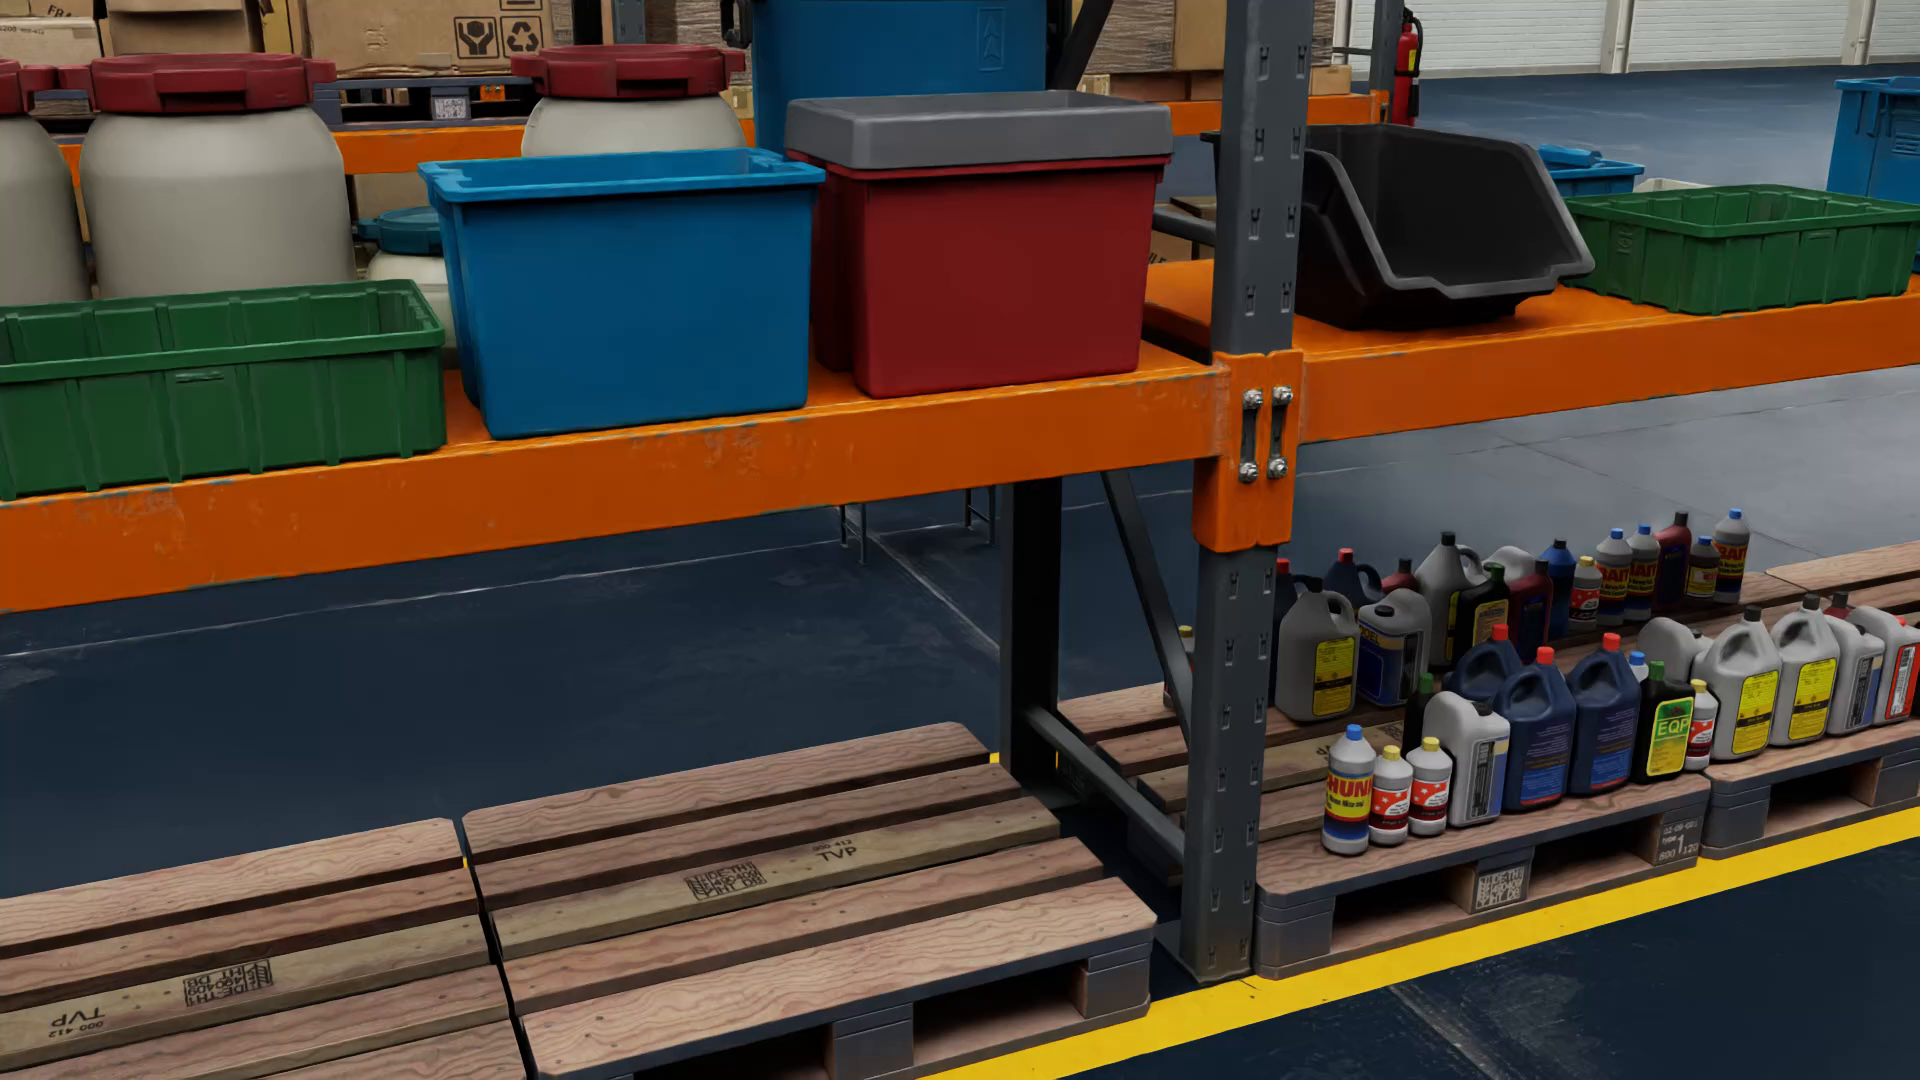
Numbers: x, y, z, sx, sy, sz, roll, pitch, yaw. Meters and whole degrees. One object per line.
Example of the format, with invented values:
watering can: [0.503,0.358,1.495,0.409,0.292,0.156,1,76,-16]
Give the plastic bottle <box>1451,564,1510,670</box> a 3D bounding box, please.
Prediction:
plastic bottle: [1.365,0.206,4.349,0.133,0.283,0.061,-8,21,-22]

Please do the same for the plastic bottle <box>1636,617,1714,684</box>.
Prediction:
plastic bottle: [1.738,0.319,4.037,0.135,0.276,0.152,-8,21,-22]

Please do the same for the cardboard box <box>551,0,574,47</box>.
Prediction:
cardboard box: [-3.149,-3.815,12.114,0.550,0.550,0.875,-8,21,-22]

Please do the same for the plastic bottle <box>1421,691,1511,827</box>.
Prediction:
plastic bottle: [1.103,0.462,3.631,0.135,0.276,0.152,-7,21,-20]

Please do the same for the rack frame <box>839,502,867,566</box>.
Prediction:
rack frame: [-0.376,-0.512,5.670,0.015,1.200,0.240,-8,21,-22]

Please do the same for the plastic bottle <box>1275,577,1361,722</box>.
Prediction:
plastic bottle: [0.885,0.258,4.100,0.185,0.351,0.144,-8,21,-22]

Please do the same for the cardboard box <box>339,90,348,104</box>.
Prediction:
cardboard box: [-7.981,-5.707,20.658,0.625,0.625,0.875,-7,21,-20]

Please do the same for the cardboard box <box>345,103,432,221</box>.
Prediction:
cardboard box: [-4.018,-2.720,11.985,0.750,0.750,1.050,-8,21,-22]

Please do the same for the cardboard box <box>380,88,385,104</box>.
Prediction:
cardboard box: [-7.141,-5.728,21.281,0.500,0.250,0.500,-8,21,-21]

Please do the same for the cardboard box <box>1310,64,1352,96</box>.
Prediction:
cardboard box: [1.882,-2.473,8.908,0.250,0.149,0.380,-8,21,-22]

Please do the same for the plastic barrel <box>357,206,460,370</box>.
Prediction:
plastic barrel: [-0.926,-0.463,3.029,0.301,0.262,0.301,0,19,0]

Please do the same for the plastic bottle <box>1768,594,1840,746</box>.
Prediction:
plastic bottle: [1.990,0.301,3.975,0.185,0.351,0.144,-7,21,-20]

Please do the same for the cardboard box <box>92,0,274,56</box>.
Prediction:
cardboard box: [-3.167,-2.157,6.843,0.637,0.503,0.797,-6,20,-16]

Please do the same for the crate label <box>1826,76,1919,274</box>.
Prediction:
crate label: [2.440,-0.874,3.934,0.616,0.435,0.502,-8,21,-22]

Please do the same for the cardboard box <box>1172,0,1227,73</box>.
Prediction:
cardboard box: [1.134,-2.713,8.613,0.500,0.500,0.875,-8,21,-22]

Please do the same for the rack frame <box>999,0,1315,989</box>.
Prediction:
rack frame: [0.350,-0.656,3.367,0.127,3.000,1.000,-8,21,-22]

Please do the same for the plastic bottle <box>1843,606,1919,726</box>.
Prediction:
plastic bottle: [2.268,0.295,4.105,0.135,0.276,0.152,-8,21,-22]

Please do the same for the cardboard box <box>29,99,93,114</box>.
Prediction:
cardboard box: [-10.601,-5.331,19.589,0.625,0.625,0.875,-7,21,-20]

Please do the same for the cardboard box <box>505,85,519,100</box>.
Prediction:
cardboard box: [-2.878,-2.949,12.448,0.875,0.875,0.875,-8,21,-21]

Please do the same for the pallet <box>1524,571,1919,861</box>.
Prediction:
pallet: [2.106,0.422,4.505,1.213,0.211,1.003,-8,21,-22]

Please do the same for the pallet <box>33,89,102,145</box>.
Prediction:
pallet: [-3.483,-1.822,6.970,1.213,0.211,1.003,-8,21,-22]

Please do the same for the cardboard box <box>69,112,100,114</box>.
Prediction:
cardboard box: [-8.012,-3.791,15.597,0.625,0.372,0.950,-9,21,-23]

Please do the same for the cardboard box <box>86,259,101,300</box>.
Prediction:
cardboard box: [-3.655,-0.916,7.209,0.500,0.500,0.700,-6,20,-17]

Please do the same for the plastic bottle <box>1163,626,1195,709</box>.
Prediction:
plastic bottle: [0.560,0.314,4.165,0.097,0.201,0.097,0,19,0]

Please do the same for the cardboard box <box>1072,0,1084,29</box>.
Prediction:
cardboard box: [0.194,-2.599,8.287,0.500,0.500,0.875,-8,21,-22]

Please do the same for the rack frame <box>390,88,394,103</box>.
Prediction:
rack frame: [-5.537,-5.188,16.240,0.127,3.000,1.000,-8,21,-22]

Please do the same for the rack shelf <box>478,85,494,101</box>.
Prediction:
rack shelf: [-5.320,-3.089,11.363,4.000,0.370,1.077,-8,21,-22]

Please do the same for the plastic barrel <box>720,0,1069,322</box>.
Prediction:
plastic barrel: [-0.124,-0.934,3.402,0.708,0.901,0.600,-8,21,-22]

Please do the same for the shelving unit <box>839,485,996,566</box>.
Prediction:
shelving unit: [-0.152,-0.544,5.761,0.503,1.200,0.258,-8,21,-22]

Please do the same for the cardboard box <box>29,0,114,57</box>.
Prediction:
cardboard box: [-5.708,-3.323,10.794,0.500,0.500,0.500,-8,21,-22]

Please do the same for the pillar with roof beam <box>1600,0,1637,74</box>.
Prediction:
pillar with roof beam: [13.403,-11.296,24.553,0.400,9.000,9.100,-8,21,-22]

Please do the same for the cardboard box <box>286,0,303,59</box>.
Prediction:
cardboard box: [-4.320,-3.522,11.359,0.500,0.500,0.500,-8,21,-23]

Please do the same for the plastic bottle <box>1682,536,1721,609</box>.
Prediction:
plastic bottle: [2.140,0.088,4.807,0.097,0.201,0.097,0,19,0]

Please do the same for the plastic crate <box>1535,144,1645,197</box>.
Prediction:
plastic crate: [1.259,-0.814,4.041,0.616,0.251,0.499,-8,21,-22]

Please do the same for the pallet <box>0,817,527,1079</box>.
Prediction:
pallet: [-1.477,0.937,3.044,1.213,0.211,1.003,-8,21,-22]

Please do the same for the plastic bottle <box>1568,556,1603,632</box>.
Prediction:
plastic bottle: [1.738,0.145,4.644,0.097,0.201,0.097,0,19,0]

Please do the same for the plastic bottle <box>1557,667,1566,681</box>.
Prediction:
plastic bottle: [1.341,0.388,3.848,0.097,0.271,0.097,0,19,0]

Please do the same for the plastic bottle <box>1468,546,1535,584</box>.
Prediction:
plastic bottle: [1.451,0.161,4.487,0.135,0.276,0.152,-8,21,-21]

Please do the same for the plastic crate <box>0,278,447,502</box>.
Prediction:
plastic crate: [-1.137,-0.240,2.508,0.662,0.188,0.450,-8,21,-22]

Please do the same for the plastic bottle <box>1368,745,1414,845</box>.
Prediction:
plastic bottle: [0.910,0.535,3.537,0.097,0.201,0.097,0,19,0]

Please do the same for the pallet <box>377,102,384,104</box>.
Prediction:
pallet: [-6.759,-5.478,21.262,1.213,0.211,1.003,-8,21,-22]

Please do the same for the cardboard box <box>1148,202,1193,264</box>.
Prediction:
cardboard box: [0.946,-1.545,9.025,0.500,0.500,0.500,-3,20,-8]

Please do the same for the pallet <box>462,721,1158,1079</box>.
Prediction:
pallet: [-0.355,0.775,3.504,1.213,0.211,1.003,-8,21,-22]

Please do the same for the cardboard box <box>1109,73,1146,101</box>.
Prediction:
cardboard box: [0.740,-2.304,8.427,0.250,0.149,0.380,-8,21,-22]

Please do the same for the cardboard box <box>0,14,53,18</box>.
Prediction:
cardboard box: [-3.860,-2.076,6.972,0.258,0.266,0.396,-9,21,-23]

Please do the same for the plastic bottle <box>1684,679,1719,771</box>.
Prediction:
plastic bottle: [1.699,0.422,3.857,0.097,0.201,0.097,0,19,0]

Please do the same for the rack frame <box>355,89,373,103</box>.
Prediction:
rack frame: [-7.506,-6.701,20.538,0.127,3.000,1.000,-8,21,-22]

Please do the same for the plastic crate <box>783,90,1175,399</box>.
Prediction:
plastic crate: [0.027,-0.529,2.911,0.583,0.464,0.402,-8,21,-22]

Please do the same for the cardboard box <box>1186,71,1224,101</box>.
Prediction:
cardboard box: [1.207,-2.364,8.597,0.250,0.149,0.380,-8,21,-22]

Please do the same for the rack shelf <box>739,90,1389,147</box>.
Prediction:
rack shelf: [0.225,-2.090,8.524,4.000,0.370,1.077,-8,21,-22]

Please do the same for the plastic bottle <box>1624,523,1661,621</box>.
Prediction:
plastic bottle: [1.920,0.086,4.706,0.097,0.271,0.097,0,19,0]

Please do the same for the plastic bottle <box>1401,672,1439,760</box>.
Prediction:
plastic bottle: [1.060,0.427,3.721,0.133,0.283,0.061,-8,21,-22]

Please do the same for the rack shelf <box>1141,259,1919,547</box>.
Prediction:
rack shelf: [2.187,-0.579,4.234,4.000,0.370,1.077,-8,21,-22]

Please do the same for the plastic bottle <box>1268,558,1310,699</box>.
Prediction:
plastic bottle: [0.828,0.214,4.225,0.185,0.351,0.144,-9,21,-23]

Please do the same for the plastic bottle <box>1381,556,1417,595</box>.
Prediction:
plastic bottle: [1.137,0.186,4.404,0.133,0.283,0.061,-7,20,-18]

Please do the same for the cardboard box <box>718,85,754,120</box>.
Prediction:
cardboard box: [-1.060,-2.013,7.601,0.250,0.149,0.380,-8,21,-22]

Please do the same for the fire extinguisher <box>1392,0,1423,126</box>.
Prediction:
fire extinguisher: [2.349,-2.530,8.808,0.183,0.674,0.296,-8,21,-22]

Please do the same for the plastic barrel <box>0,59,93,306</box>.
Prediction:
plastic barrel: [-1.686,-0.507,2.742,0.433,0.535,0.433,0,19,0]

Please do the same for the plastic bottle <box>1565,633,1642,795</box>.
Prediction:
plastic bottle: [1.429,0.382,3.747,0.185,0.351,0.144,-9,21,-24]
